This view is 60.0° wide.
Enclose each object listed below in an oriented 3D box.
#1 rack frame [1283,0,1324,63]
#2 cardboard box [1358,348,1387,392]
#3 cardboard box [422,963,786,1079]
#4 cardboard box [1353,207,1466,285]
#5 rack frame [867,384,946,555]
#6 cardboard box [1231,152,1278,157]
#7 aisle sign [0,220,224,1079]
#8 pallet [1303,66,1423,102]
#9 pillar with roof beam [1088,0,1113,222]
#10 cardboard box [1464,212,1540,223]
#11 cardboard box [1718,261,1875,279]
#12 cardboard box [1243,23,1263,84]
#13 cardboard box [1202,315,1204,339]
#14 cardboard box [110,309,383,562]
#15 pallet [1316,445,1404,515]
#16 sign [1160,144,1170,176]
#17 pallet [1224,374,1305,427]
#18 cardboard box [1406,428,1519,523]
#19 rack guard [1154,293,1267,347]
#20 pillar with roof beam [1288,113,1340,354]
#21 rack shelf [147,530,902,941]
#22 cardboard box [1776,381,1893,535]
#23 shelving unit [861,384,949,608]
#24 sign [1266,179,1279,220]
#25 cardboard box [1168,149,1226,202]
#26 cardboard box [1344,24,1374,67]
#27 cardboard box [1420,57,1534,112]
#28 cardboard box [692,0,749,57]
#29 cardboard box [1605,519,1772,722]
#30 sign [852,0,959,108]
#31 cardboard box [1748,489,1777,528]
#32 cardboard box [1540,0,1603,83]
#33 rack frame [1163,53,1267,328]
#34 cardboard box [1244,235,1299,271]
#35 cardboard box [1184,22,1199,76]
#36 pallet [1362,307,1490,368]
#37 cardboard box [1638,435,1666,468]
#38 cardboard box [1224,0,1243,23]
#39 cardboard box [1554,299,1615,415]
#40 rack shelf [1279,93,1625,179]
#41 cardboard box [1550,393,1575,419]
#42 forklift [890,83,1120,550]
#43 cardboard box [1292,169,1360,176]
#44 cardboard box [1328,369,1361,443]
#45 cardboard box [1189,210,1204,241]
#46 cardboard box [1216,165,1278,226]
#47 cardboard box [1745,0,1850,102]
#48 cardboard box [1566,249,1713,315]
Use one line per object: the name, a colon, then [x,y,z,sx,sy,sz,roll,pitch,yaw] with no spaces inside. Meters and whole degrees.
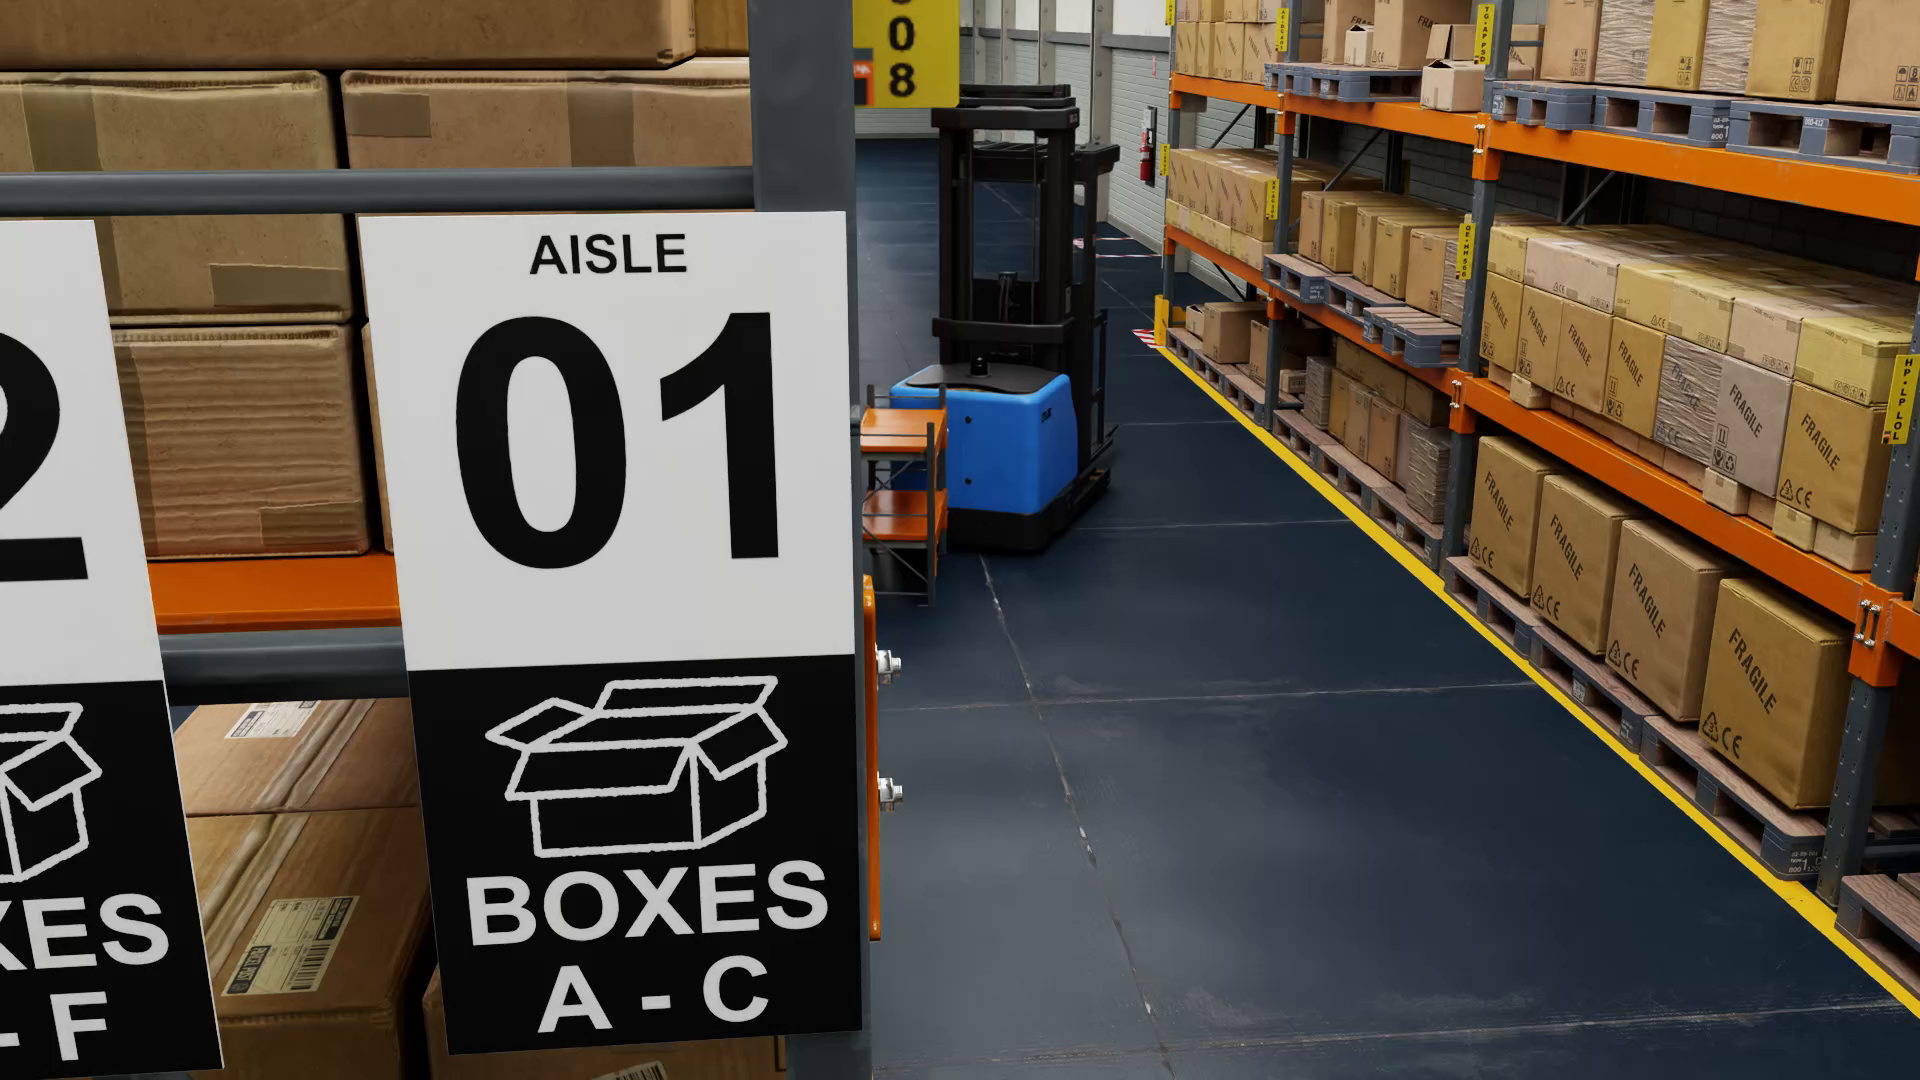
rack frame: [3.099,-5.254,12.890,1.000,3.000,0.127,-2,18,-6]
cardboard box: [3.298,-1.262,12.377,0.500,0.250,0.500,-2,18,-7]
cardboard box: [-0.374,0.672,2.192,0.500,0.500,0.500,-1,17,-4]
cardboard box: [3.267,-2.135,12.069,0.700,0.500,0.500,1,17,2]
rack frame: [-0.340,-0.447,10.722,0.500,1.125,0.032,1,17,3]
cardboard box: [2.988,-3.596,16.587,0.500,0.500,0.500,-2,17,-5]
aisle sign: [-0.888,0.127,1.426,0.394,0.787,0.004,-2,18,-6]
pallet: [3.167,-3.238,11.788,1.213,0.211,1.003,-2,18,-6]
pillar with roof beam: [-1.901,-9.707,27.072,9.100,9.000,0.400,-2,18,-6]
cardboard box: [3.398,-1.965,10.443,0.380,0.149,0.250,-5,18,-15]
cardboard box: [3.969,-1.171,7.951,0.500,0.250,0.500,-2,18,-7]
cardboard box: [2.761,-4.174,14.258,0.500,0.500,0.500,-3,18,-10]
cardboard box: [2.727,-2.132,16.715,0.500,0.311,0.500,0,17,-1]
cardboard box: [-0.906,-0.167,1.945,0.500,0.250,0.500,-2,18,-6]
pallet: [3.310,-0.466,12.308,1.003,0.211,1.213,-2,18,-6]
sign: [2.147,-3.980,17.402,0.100,0.325,0.005,-2,18,-6]
pallet: [2.994,-1.261,14.841,1.003,0.211,1.213,-2,18,-6]
cardboard box: [3.385,-0.431,10.980,0.700,0.500,0.500,-2,17,-5]
rack guard: [2.694,-2.369,17.887,1.175,0.500,0.348,-2,18,-6]
pillar with roof beam: [-0.663,-6.131,15.684,9.100,9.000,0.400,-2,18,-6]
rack shelf: [-0.797,-0.347,3.466,1.077,0.370,4.000,-2,18,-6]
cardboard box: [3.626,-0.338,6.548,0.500,0.500,0.500,-2,18,-7]
shelving unit: [-0.368,-0.295,10.237,0.538,1.125,1.048,1,17,3]
sign: [2.560,-2.786,13.599,0.100,0.325,0.005,-2,18,-6]
cardboard box: [2.437,-3.728,17.009,0.500,0.500,0.500,-2,18,-6]
cardboard box: [3.139,-3.632,12.179,0.500,0.311,0.500,-1,17,-4]
cardboard box: [3.169,-2.805,10.211,0.500,0.311,0.500,-2,18,-6]
cardboard box: [-0.627,-0.923,2.265,0.700,0.500,0.500,-2,18,-6]
cardboard box: [3.633,0.362,7.903,0.750,0.750,0.750,-1,17,-4]
sign: [-0.051,-0.528,1.383,0.100,0.325,0.005,-2,18,-6]
cardboard box: [3.576,-0.143,7.012,0.380,0.149,0.250,-1,17,-4]
cardboard box: [3.618,-2.749,9.017,0.700,0.500,0.500,-3,18,-10]
rack frame: [2.686,-3.584,17.585,1.000,3.000,0.127,-2,18,-6]
cardboard box: [2.748,-2.462,14.228,0.500,0.250,0.500,-2,18,-6]
cardboard box: [2.492,-4.804,16.263,0.500,0.500,0.500,-1,17,-2]
pallet: [3.332,-1.318,10.688,1.213,0.211,1.003,-2,18,-6]
cardboard box: [3.504,-0.450,7.988,0.380,0.149,0.250,-1,17,-4]
cardboard box: [2.646,-4.817,14.634,0.500,0.500,0.500,-2,18,-8]
cardboard box: [3.402,-0.943,8.475,0.500,0.500,0.500,-2,18,-6]
rack shelf: [3.305,-2.884,11.549,1.077,0.370,4.000,-2,18,-6]
cardboard box: [3.424,-0.757,8.965,0.380,0.149,0.250,-2,18,-6]
forklift: [0.479,-1.736,11.813,1.130,2.935,3.031,6,18,18]
cardboard box: [3.208,-2.989,14.654,0.500,0.500,0.500,-2,18,-6]
cardboard box: [3.295,-1.038,12.915,0.700,0.500,0.500,-2,18,-7]
cardboard box: [2.535,-3.060,16.135,0.500,0.250,0.500,-2,18,-7]
cardboard box: [2.644,-3.118,15.066,0.500,0.500,0.500,-2,18,-7]
cardboard box: [3.821,-2.127,7.035,0.700,0.500,0.500,-2,18,-7]
cardboard box: [3.413,-1.305,8.378,0.500,0.250,0.500,-2,18,-5]
